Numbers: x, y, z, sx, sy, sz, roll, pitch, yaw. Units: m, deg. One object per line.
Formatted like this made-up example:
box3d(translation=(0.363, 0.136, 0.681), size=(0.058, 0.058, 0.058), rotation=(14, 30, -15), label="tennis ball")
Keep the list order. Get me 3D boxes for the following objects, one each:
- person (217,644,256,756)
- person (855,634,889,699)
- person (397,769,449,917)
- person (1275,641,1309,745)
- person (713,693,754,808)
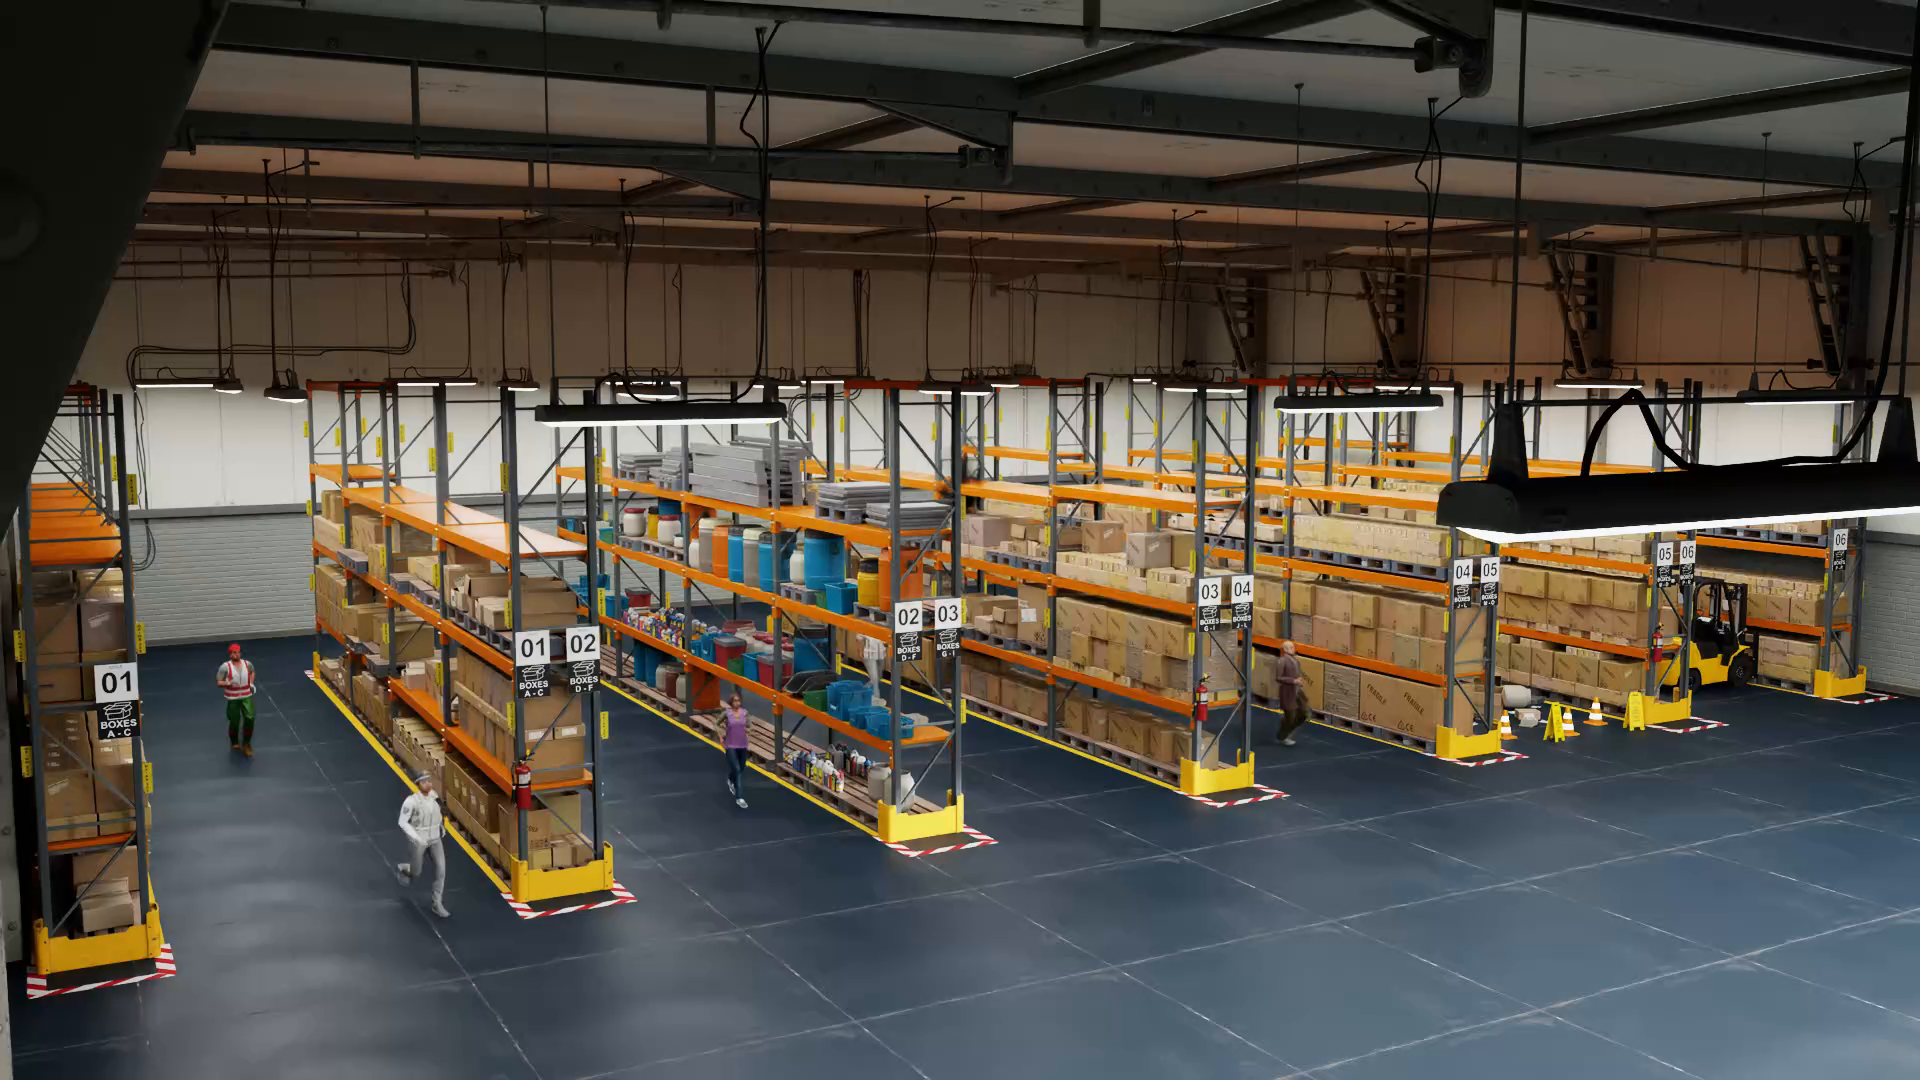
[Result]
box3d(translation=(-11.653, 2.590, 26.876), size=(0.634, 1.830, 0.713), rotation=(-4, 8, -36), label="person")
box3d(translation=(-1.581, 2.211, 30.812), size=(0.601, 1.666, 0.915), rotation=(-4, 7, -32), label="person")
box3d(translation=(-6.247, 3.481, 19.286), size=(0.556, 1.685, 0.943), rotation=(-6, 8, -44), label="person")
box3d(translation=(5.512, 2.539, 27.465), size=(0.697, 1.741, 0.639), rotation=(-6, 8, -44), label="person")
box3d(translation=(-3.225, 2.979, 23.900), size=(0.537, 1.585, 0.894), rotation=(-3, 7, -29), label="person")
